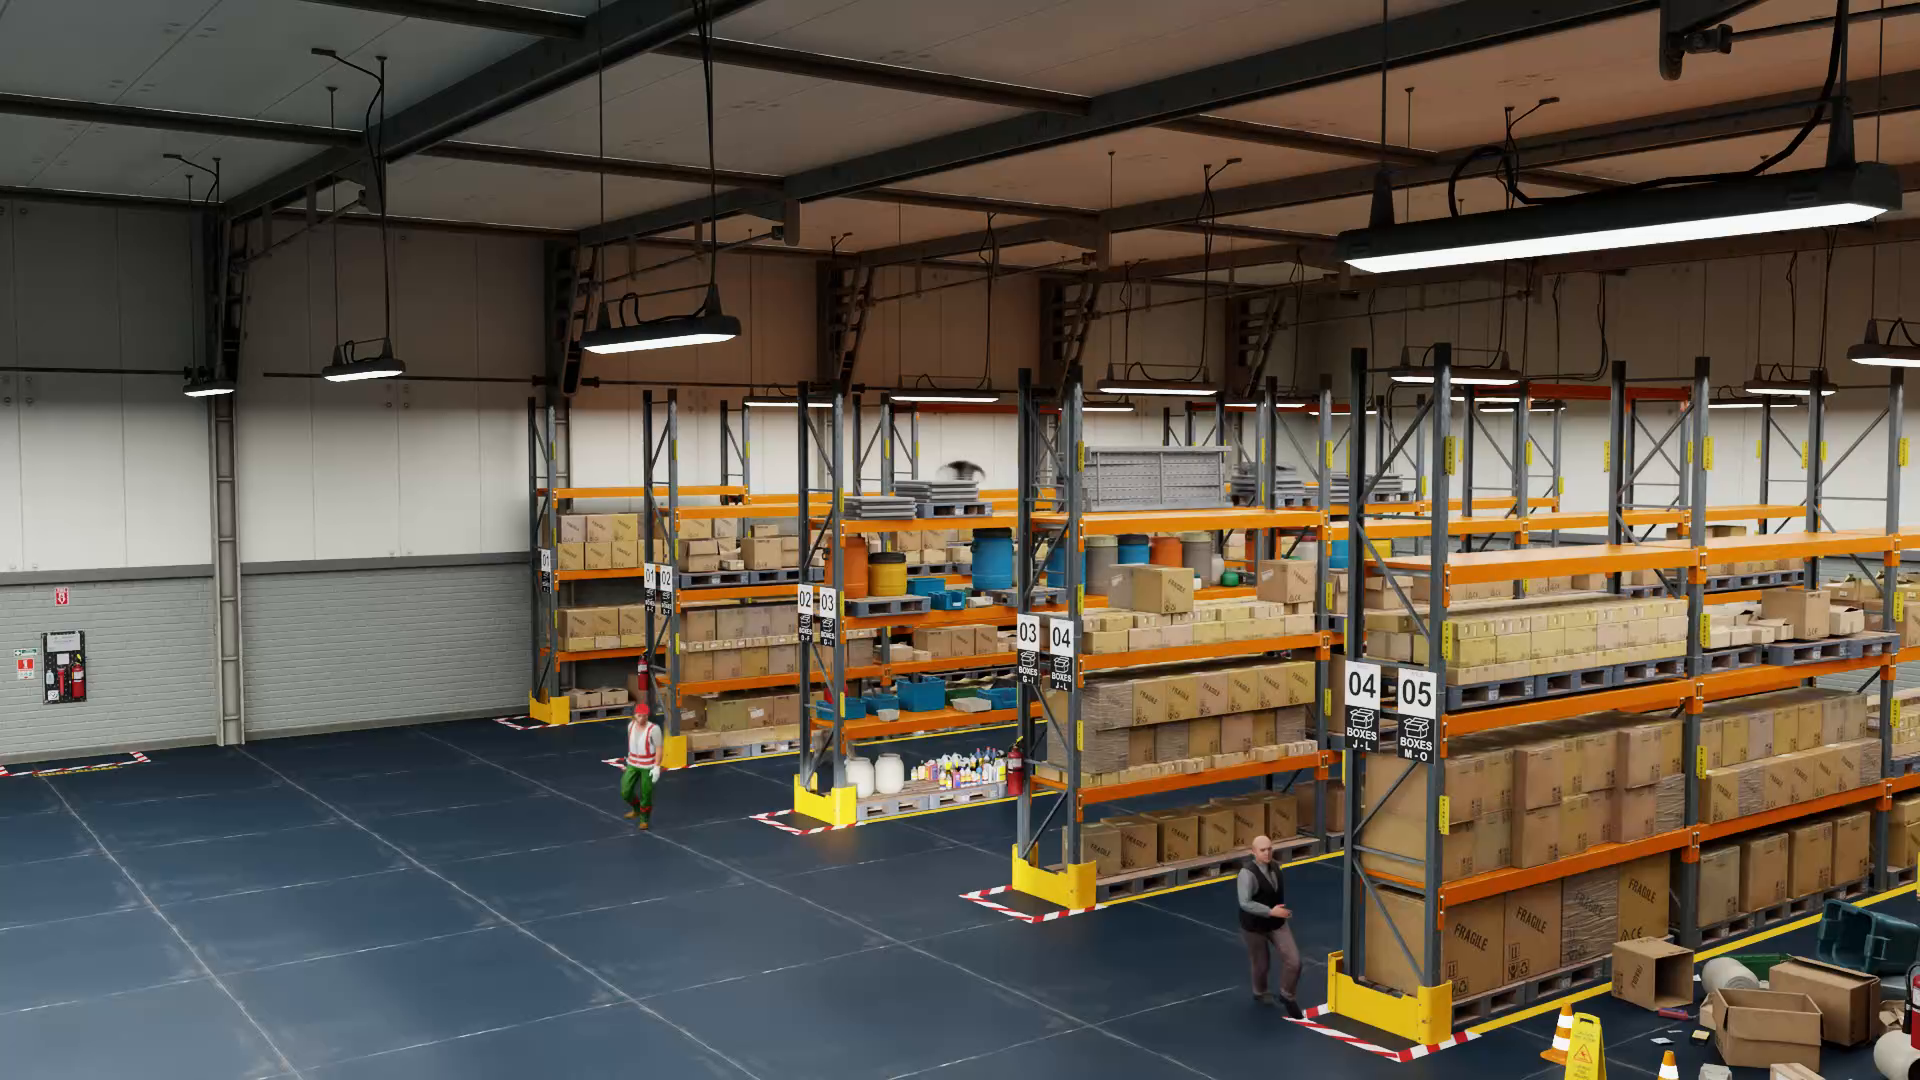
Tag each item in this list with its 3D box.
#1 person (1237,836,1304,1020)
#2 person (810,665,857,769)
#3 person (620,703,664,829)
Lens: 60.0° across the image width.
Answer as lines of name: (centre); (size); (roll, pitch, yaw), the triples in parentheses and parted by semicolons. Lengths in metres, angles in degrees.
person: (2.698, 3.459, 14.871); (0.692, 1.699, 0.727); (-2, 4, -25)
person: (-1.950, 2.764, 26.110); (0.845, 1.712, 0.733); (-3, 4, -38)
person: (-4.216, 2.993, 22.063); (0.679, 1.735, 0.618); (1, 4, 16)
